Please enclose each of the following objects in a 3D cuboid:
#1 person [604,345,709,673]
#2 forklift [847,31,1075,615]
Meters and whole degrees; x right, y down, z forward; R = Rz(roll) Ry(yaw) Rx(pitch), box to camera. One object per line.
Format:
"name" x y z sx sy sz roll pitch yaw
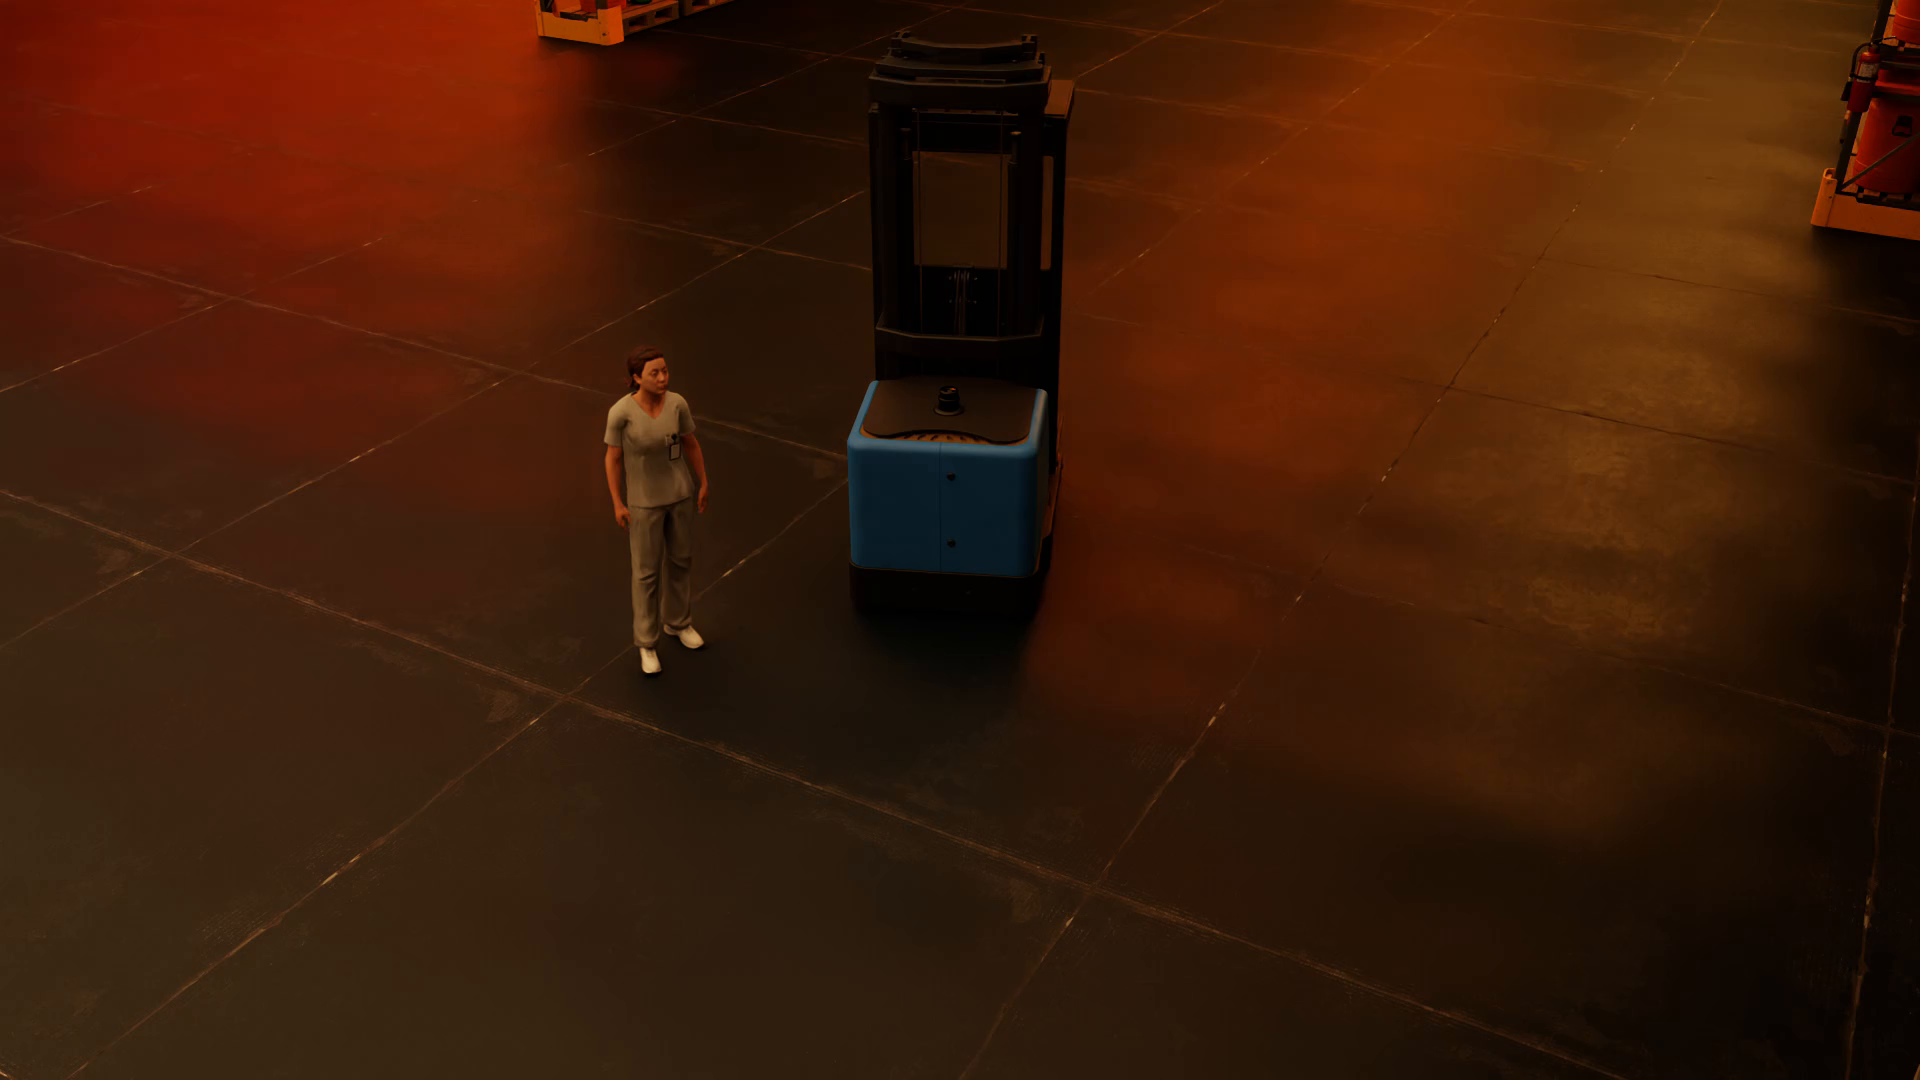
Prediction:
"person" -1.536 -0.176 8.623 0.557 1.679 0.526 -18 35 -28
"forklift" 0.072 -1.572 9.794 1.130 2.935 3.031 3 30 6
